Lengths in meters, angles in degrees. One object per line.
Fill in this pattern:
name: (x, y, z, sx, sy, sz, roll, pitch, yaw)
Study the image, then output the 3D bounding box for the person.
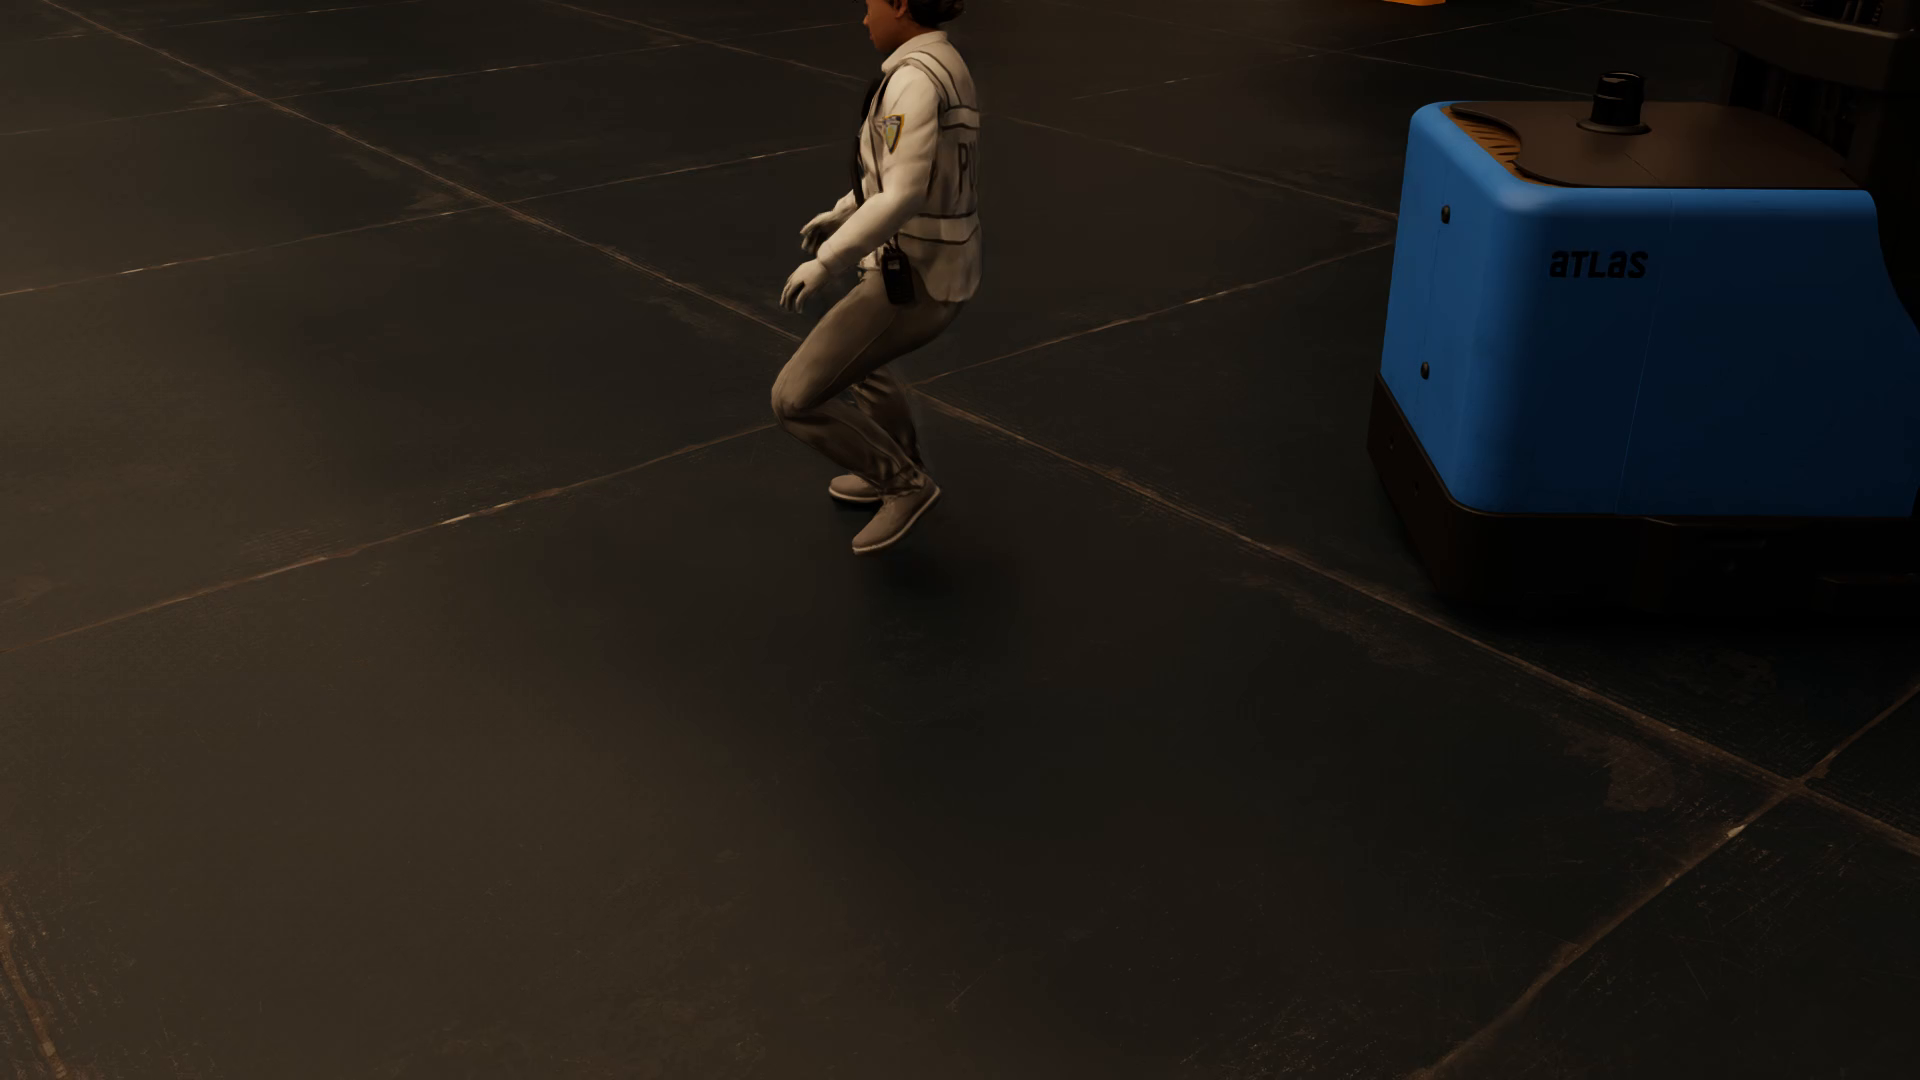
person: (-0.216, -0.692, 4.155, 0.555, 1.538, 0.716, 5, 27, 9)

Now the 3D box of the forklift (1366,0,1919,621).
forklift: (2.697, -1.310, 3.845, 3.031, 2.935, 1.130, 0, 26, 1)
